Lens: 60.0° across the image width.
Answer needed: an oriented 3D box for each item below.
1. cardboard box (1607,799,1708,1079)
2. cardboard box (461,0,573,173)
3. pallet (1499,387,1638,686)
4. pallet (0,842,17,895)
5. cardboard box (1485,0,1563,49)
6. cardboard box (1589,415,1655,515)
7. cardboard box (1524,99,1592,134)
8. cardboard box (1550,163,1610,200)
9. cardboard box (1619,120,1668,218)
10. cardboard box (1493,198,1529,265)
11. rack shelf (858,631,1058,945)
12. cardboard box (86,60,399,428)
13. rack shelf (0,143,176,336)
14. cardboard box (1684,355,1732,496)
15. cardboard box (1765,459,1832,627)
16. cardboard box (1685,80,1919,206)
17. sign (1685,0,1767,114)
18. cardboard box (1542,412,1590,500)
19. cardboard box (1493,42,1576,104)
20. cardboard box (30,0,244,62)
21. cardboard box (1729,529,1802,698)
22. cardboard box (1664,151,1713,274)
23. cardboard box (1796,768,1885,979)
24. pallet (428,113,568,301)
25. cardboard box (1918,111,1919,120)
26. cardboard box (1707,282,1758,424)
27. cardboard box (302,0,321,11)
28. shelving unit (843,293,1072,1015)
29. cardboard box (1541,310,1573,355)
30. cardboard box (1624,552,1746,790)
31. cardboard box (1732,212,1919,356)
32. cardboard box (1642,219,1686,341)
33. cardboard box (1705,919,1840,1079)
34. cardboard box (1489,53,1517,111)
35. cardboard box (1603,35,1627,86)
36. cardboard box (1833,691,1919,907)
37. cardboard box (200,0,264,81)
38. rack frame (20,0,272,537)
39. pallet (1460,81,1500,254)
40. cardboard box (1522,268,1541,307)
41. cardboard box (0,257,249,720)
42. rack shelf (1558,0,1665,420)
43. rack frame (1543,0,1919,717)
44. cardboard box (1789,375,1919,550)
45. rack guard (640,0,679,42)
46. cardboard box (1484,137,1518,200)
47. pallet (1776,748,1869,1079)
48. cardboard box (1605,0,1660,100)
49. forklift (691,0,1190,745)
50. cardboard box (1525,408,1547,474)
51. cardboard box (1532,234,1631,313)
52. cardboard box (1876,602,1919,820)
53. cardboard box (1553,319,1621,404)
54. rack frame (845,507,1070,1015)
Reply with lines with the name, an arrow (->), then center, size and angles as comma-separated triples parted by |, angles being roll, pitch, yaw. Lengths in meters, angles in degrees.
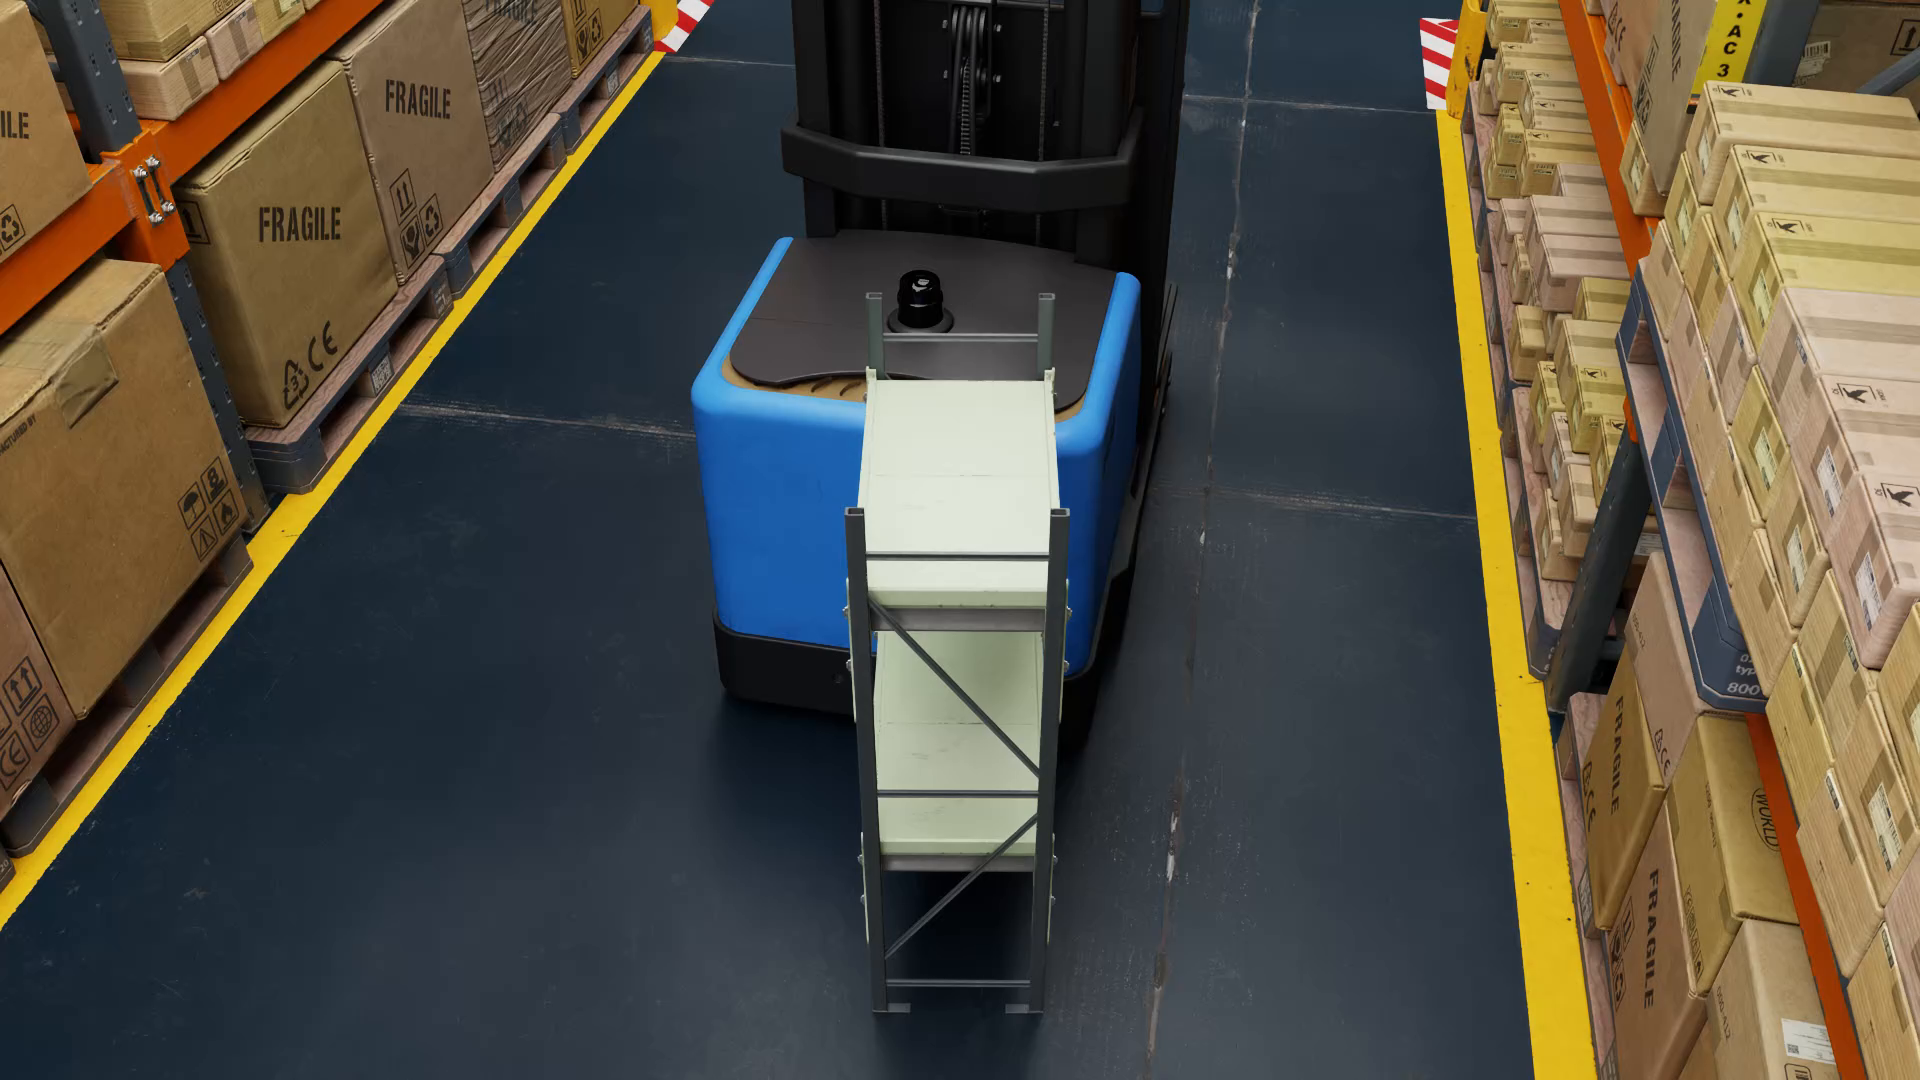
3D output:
cardboard box -> 1.669, 0.917, 3.419 | 0.500, 0.500, 0.500 | 8, 40, 10
cardboard box -> -2.217, -2.133, 6.814 | 0.875, 0.875, 0.875 | 6, 40, 8
pallet -> 2.230, -0.002, 5.087 | 1.003, 0.211, 1.213 | 6, 40, 8
pallet -> -2.987, 1.074, 3.786 | 1.003, 0.211, 1.213 | 6, 40, 8
cardboard box -> 2.415, -2.163, 6.953 | 0.380, 0.149, 0.250 | 5, 40, 6
cardboard box -> 1.953, -0.196, 4.573 | 0.380, 0.149, 0.250 | 7, 40, 9
cardboard box -> 2.298, -1.495, 6.145 | 0.380, 0.149, 0.250 | 8, 40, 9
cardboard box -> 2.258, -1.166, 5.747 | 0.380, 0.149, 0.250 | 6, 40, 8
cardboard box -> 1.904, -0.933, 4.222 | 0.380, 0.149, 0.250 | 5, 40, 6
cardboard box -> 2.202, -1.136, 6.177 | 0.380, 0.149, 0.250 | 5, 40, 6
rack shelf -> -0.002, 0.546, 3.925 | 0.431, 0.370, 0.720 | 0, 40, 0
cardboard box -> -2.526, -1.010, 5.455 | 0.875, 0.875, 0.875 | 6, 40, 8
rack shelf -> -3.065, 0.271, 3.133 | 1.077, 0.370, 4.000 | 6, 40, 8
cardboard box -> 1.538, -0.189, 2.992 | 0.380, 0.149, 0.250 | 7, 40, 8
cardboard box -> 1.451, 0.023, 2.502 | 0.380, 0.149, 0.250 | 8, 40, 9
cardboard box -> 1.627, -0.749, 3.203 | 0.380, 0.149, 0.250 | 8, 40, 10
sign -> 1.613, -1.040, 3.474 | 0.100, 0.325, 0.005 | 6, 40, 8
cardboard box -> 1.924, -0.233, 4.852 | 0.380, 0.149, 0.250 | 5, 40, 6
cardboard box -> 2.316, -1.832, 6.553 | 0.380, 0.149, 0.250 | 6, 40, 8
cardboard box -> -2.380, -1.584, 4.697 | 0.500, 0.250, 0.500 | 6, 40, 7
cardboard box -> 1.450, 0.129, 2.608 | 0.380, 0.149, 0.250 | 5, 40, 6
cardboard box -> 1.627, -0.634, 3.297 | 0.380, 0.149, 0.250 | 7, 40, 8
cardboard box -> 1.360, 0.458, 2.209 | 0.380, 0.149, 0.250 | 5, 40, 6
pallet -> -2.302, -1.423, 6.806 | 1.003, 0.211, 1.213 | 6, 40, 8
cardboard box -> 2.482, -1.087, 3.899 | 0.500, 0.500, 0.500 | 6, 40, 7
cardboard box -> 1.540, -0.310, 2.904 | 0.380, 0.149, 0.250 | 7, 40, 9
cardboard box -> -2.206, -1.809, 5.281 | 0.380, 0.149, 0.250 | 5, 40, 6
shelving unit -> -0.002, 0.294, 3.717 | 0.431, 1.500, 0.755 | 0, 40, 0
cardboard box -> 2.118, -0.712, 5.431 | 0.380, 0.149, 0.250 | 7, 40, 9
cardboard box -> 1.760, 0.296, 3.582 | 0.500, 0.250, 0.500 | 5, 40, 6
cardboard box -> 1.538, -0.413, 2.796 | 0.380, 0.149, 0.250 | 7, 40, 8
cardboard box -> 1.627, -0.520, 3.392 | 0.380, 0.149, 0.250 | 5, 40, 6
cardboard box -> 1.578, 0.950, 2.791 | 0.500, 0.250, 0.500 | 8, 40, 9
cardboard box -> 2.394, -1.873, 6.836 | 0.380, 0.149, 0.250 | 6, 40, 7
cardboard box -> 2.096, -1.427, 4.819 | 0.380, 0.149, 0.250 | 5, 40, 6
cardboard box -> 1.359, 0.347, 2.110 | 0.380, 0.149, 0.250 | 6, 40, 7
cardboard box -> -2.295, -1.479, 4.881 | 0.380, 0.149, 0.250 | 5, 40, 6
rack frame -> -2.719, -1.262, 4.422 | 1.000, 3.000, 0.127 | 6, 40, 8
pallet -> 2.652, -1.533, 6.939 | 1.003, 0.211, 1.213 | 6, 40, 8
cardboard box -> 2.171, -0.804, 5.776 | 0.380, 0.149, 0.250 | 7, 40, 9
cardboard box -> -2.810, -0.201, 4.477 | 1.225, 0.875, 0.875 | 7, 40, 8
rack shelf -> 2.494, -1.629, 5.431 | 1.077, 0.370, 4.000 | 6, 40, 8
rack frame -> 2.148, -0.651, 3.684 | 1.000, 3.000, 0.127 | 6, 40, 8
cardboard box -> 1.449, -0.096, 2.412 | 0.380, 0.149, 0.250 | 6, 40, 7
rack guard -> -2.023, -2.824, 8.273 | 1.175, 0.500, 0.348 | 6, 40, 8
cardboard box -> 2.281, -1.453, 6.561 | 0.380, 0.149, 0.250 | 7, 40, 8
pallet -> 1.758, 0.686, 2.217 | 1.003, 0.211, 1.213 | 6, 40, 8
cardboard box -> 2.045, -1.465, 4.356 | 0.500, 0.500, 0.500 | 5, 40, 6
forklift -> 0.129, -1.523, 4.791 | 1.130, 2.935, 3.031 | 8, 40, 9
cardboard box -> 1.990, -0.325, 5.197 | 0.380, 0.149, 0.250 | 5, 40, 6
cardboard box -> 2.072, -0.852, 5.367 | 0.380, 0.149, 0.250 | 5, 40, 6
cardboard box -> 1.361, 0.232, 2.016 | 0.380, 0.149, 0.250 | 8, 40, 9
cardboard box -> 1.995, -0.517, 4.963 | 0.380, 0.149, 0.250 | 6, 40, 7
rack frame -> -0.005, 0.527, 3.435 | 0.400, 1.500, 0.023 | 0, 40, 0
